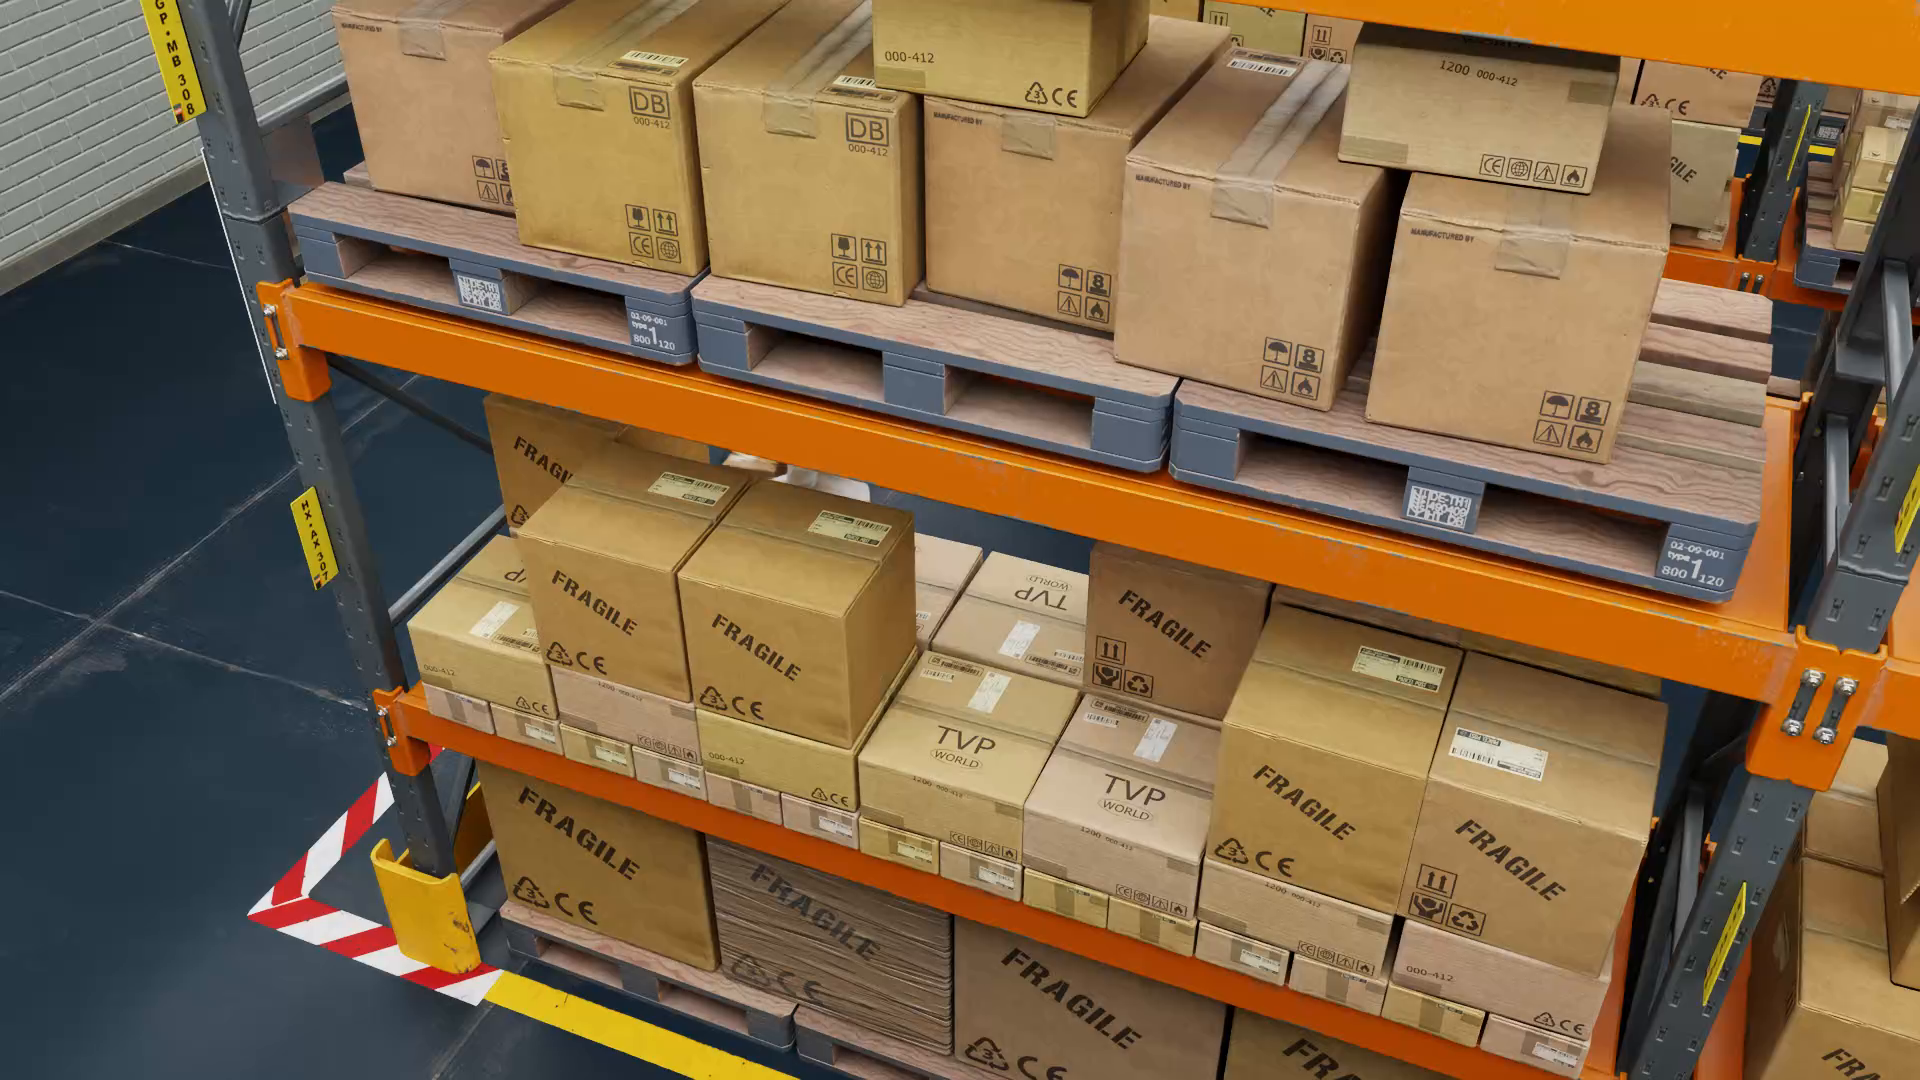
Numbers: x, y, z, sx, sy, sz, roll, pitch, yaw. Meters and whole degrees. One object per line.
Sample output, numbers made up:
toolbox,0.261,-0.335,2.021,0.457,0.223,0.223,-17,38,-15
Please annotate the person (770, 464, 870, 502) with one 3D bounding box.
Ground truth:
person,-0.644,-0.153,7.030,0.508,1.782,0.563,13,39,16
